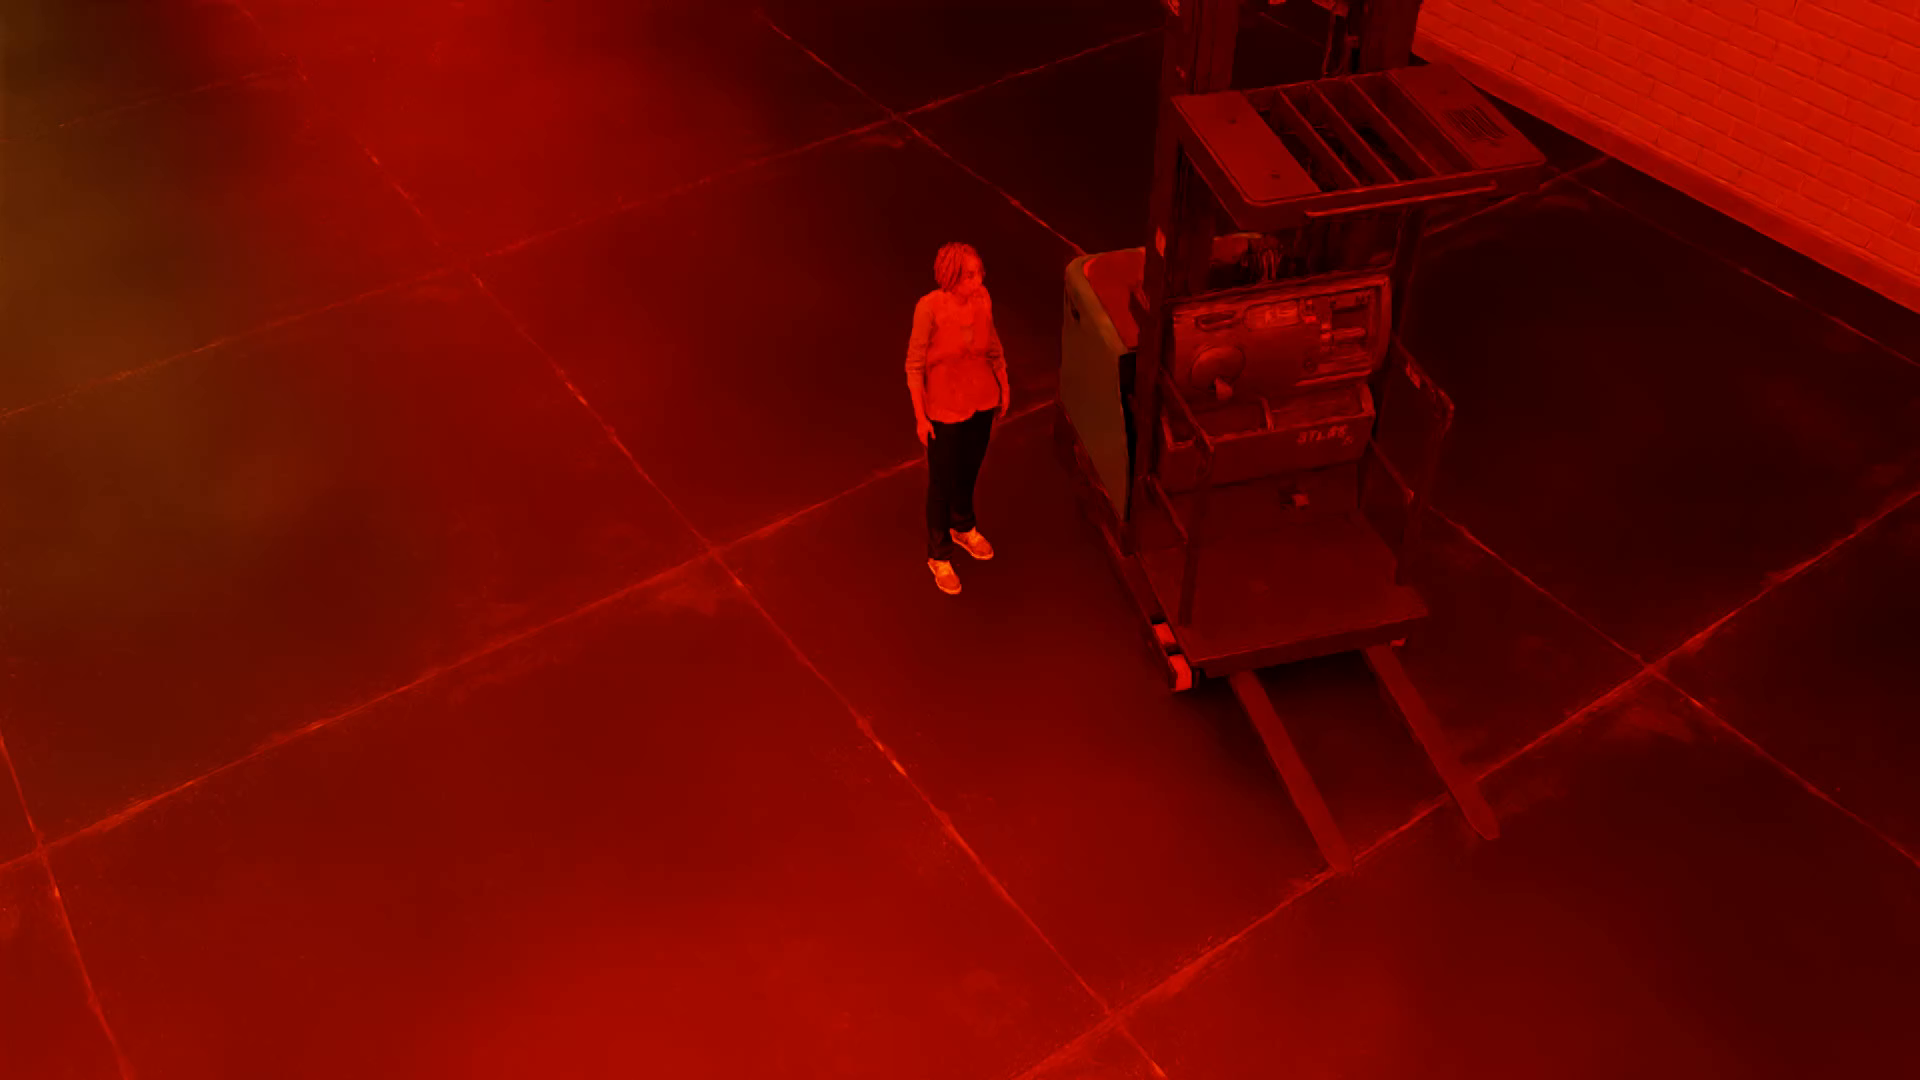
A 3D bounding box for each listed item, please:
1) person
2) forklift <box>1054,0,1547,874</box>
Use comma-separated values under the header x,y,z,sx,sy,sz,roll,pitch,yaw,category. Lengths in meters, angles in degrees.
x,y,z,sx,sy,sz,roll,pitch,yaw,category
0.031,-0.546,7.282,0.520,1.597,0.474,-25,48,-25,person
1.345,-0.721,6.498,1.130,2.935,3.031,-10,44,-11,forklift
